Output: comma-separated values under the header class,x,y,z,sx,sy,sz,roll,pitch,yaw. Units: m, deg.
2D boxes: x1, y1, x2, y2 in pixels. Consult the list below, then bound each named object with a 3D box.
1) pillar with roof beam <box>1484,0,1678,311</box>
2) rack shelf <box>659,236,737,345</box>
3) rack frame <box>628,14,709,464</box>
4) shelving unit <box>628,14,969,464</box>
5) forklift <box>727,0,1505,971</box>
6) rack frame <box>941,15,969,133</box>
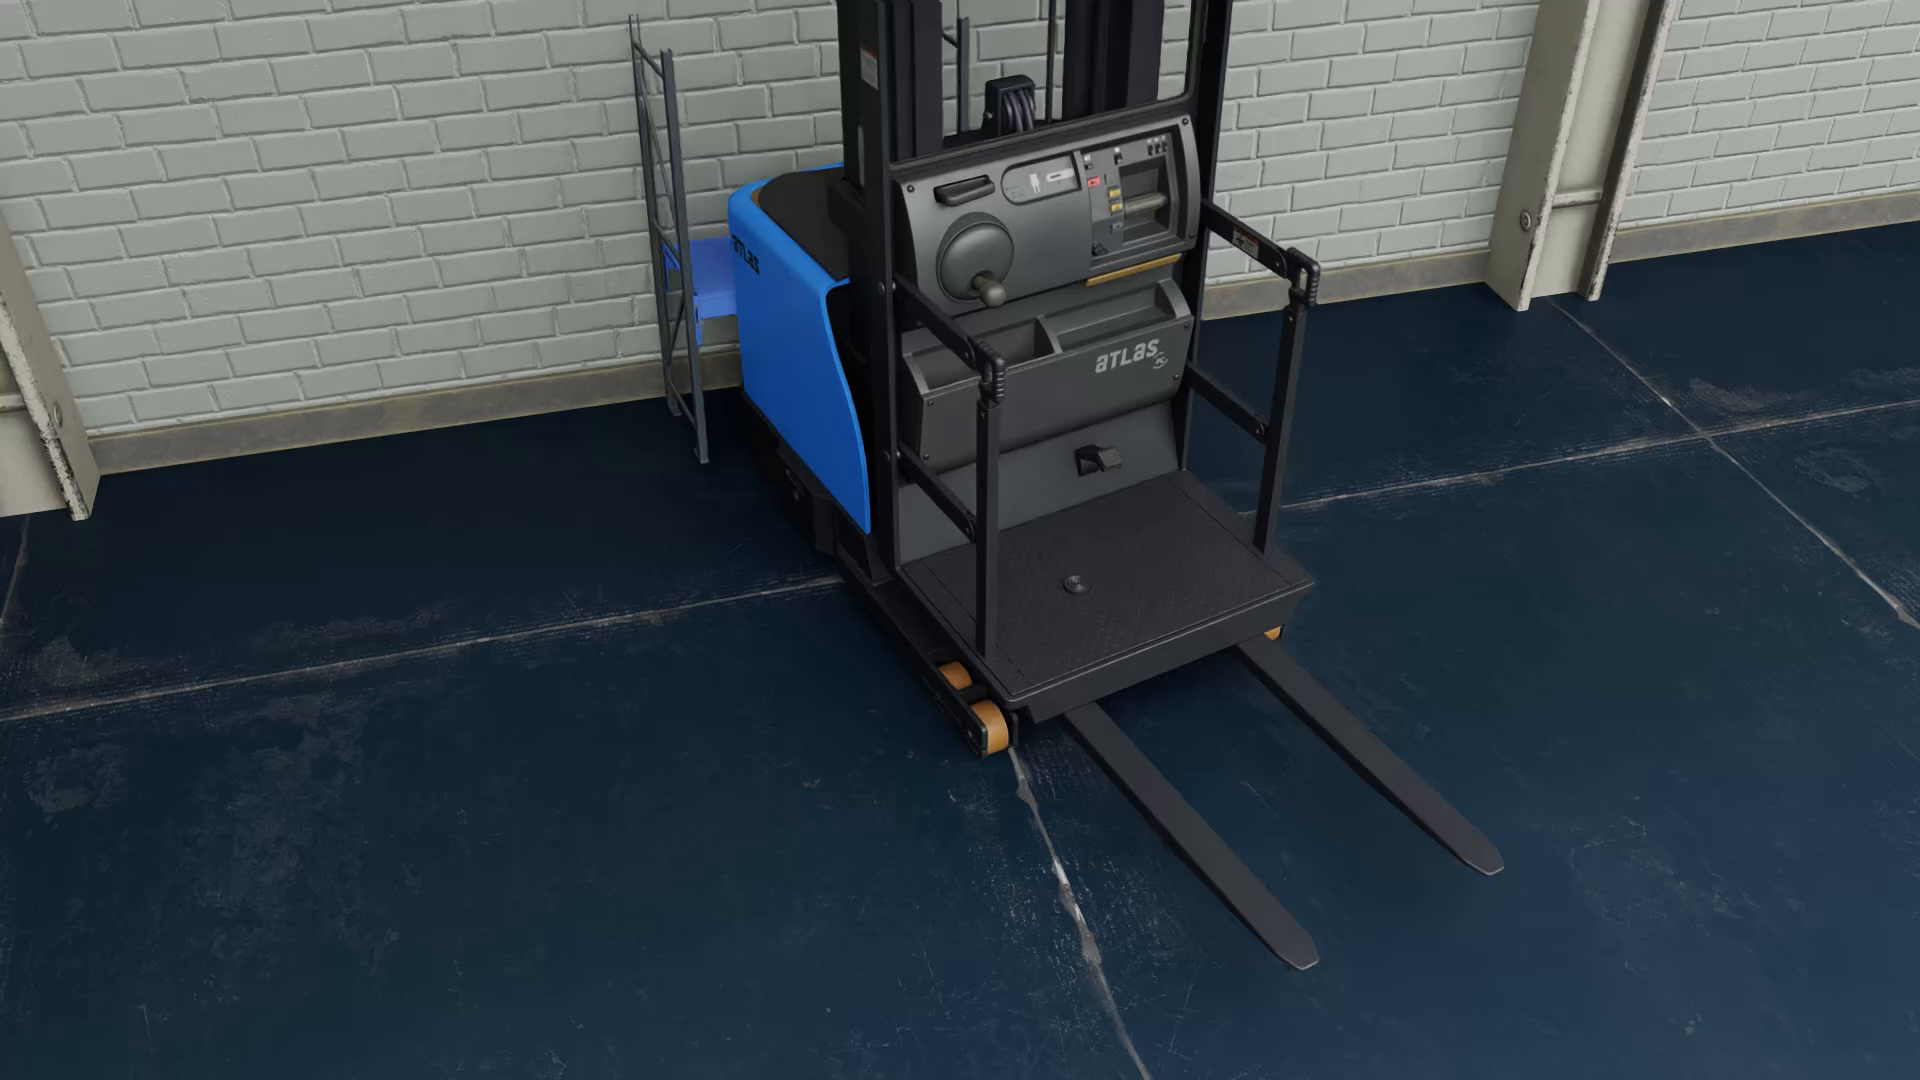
class,x,y,z,sx,sy,sz,roll,pitch,yaw
pillar with roof beam,3.621,-2.135,1.134,0.400,9.000,9.100,-9,38,-12
rack shelf,-0.554,-0.988,6.110,1.000,0.185,0.538,-13,35,-19
rack frame,-1.021,-1.034,5.846,0.032,1.500,0.500,-13,35,-19
shelving unit,-0.553,-1.139,6.012,1.048,1.500,0.538,-13,35,-19
forklift,0.372,-0.846,4.443,1.130,2.935,3.031,-19,41,-23
rack frame,-0.084,-1.244,6.178,0.032,1.500,0.500,-13,35,-19
